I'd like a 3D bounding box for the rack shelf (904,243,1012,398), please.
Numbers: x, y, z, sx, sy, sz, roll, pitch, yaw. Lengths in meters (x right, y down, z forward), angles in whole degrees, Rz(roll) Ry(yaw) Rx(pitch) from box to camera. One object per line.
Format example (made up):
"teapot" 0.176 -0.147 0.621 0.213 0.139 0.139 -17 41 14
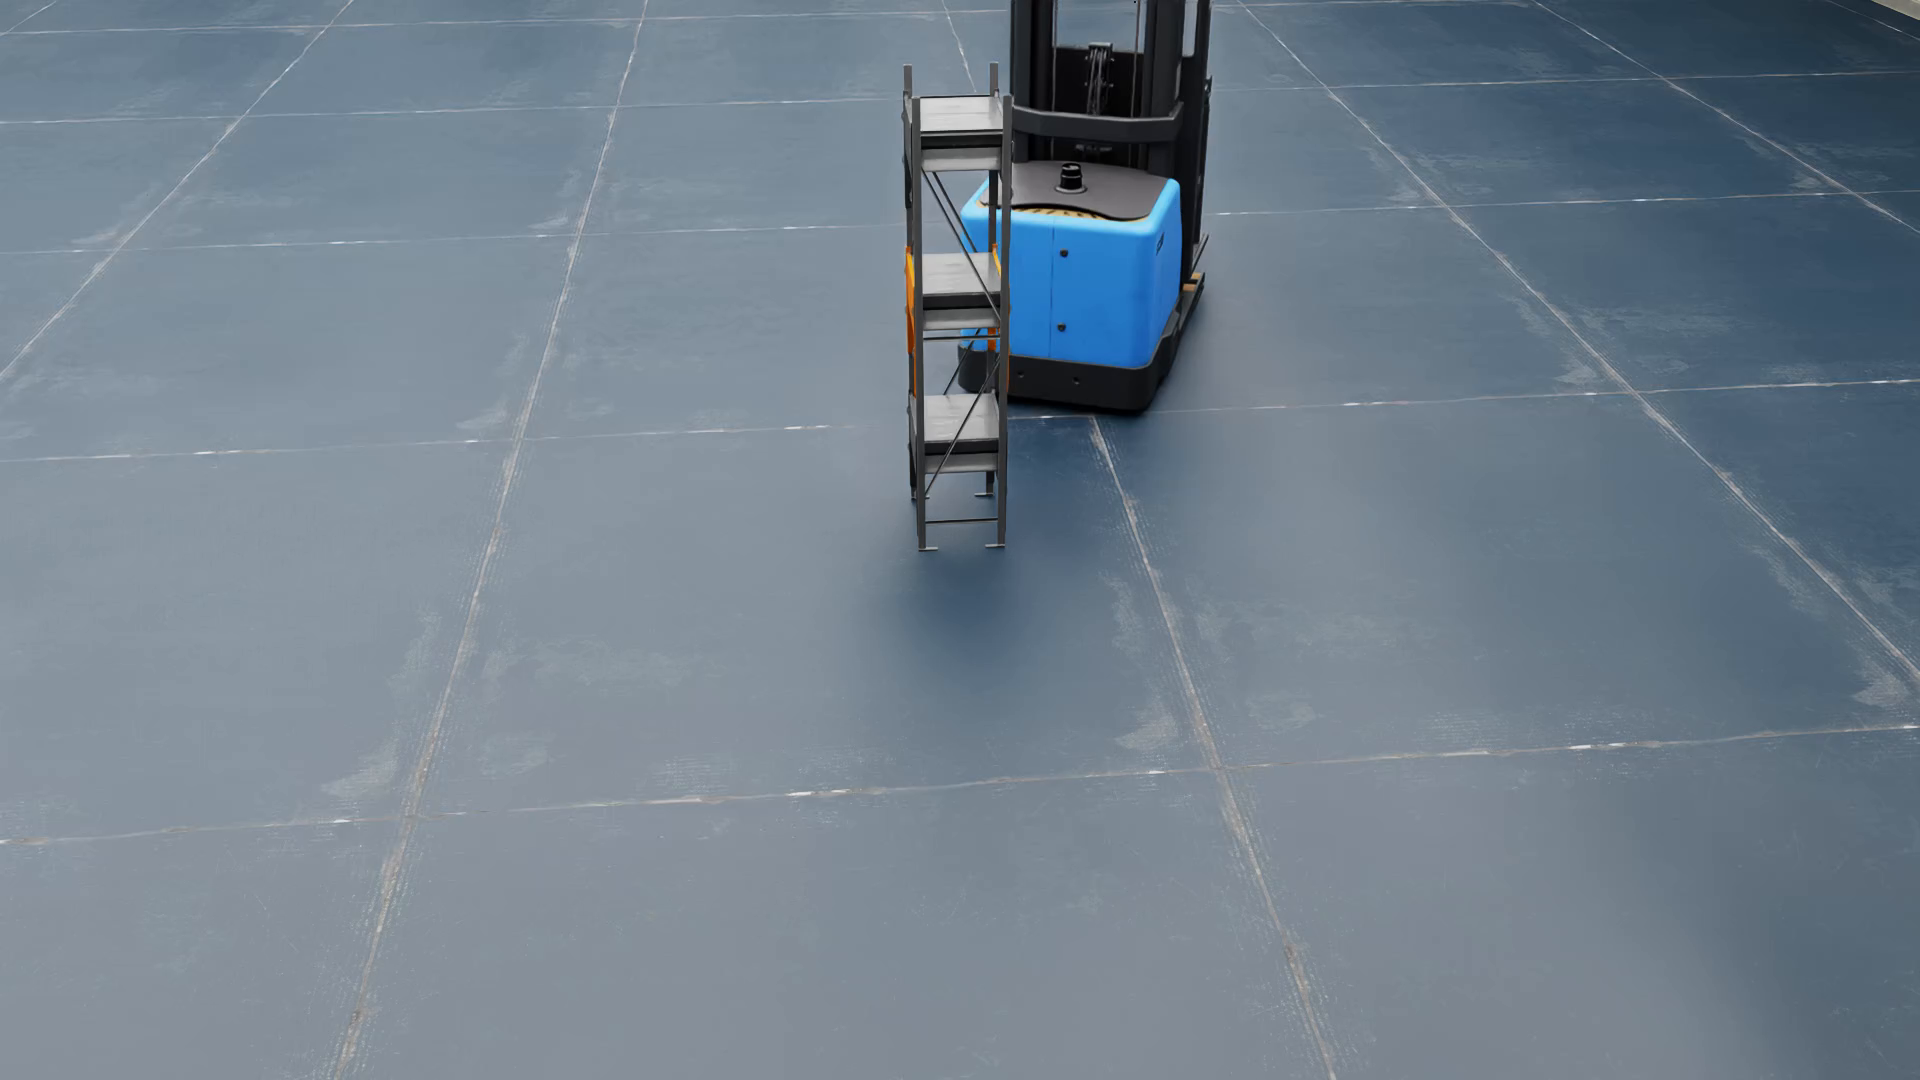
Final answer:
"rack shelf" -0.015 -0.974 7.360 0.431 0.518 0.480 -3 31 -5

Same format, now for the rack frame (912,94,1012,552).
"rack frame" 0.007 -0.861 7.144 0.400 2.100 0.015 -3 31 -5

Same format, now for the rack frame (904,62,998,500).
"rack frame" -0.038 -1.111 7.562 0.400 2.100 0.015 -3 31 -5

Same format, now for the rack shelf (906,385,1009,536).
"rack shelf" -0.015 -0.373 7.719 0.431 0.518 0.480 -3 31 -5

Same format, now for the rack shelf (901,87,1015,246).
"rack shelf" -0.015 -1.575 7.001 0.431 0.518 0.480 -3 31 -5

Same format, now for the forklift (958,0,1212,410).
"forklift" 0.880 -2.687 9.391 1.130 2.935 3.031 8 32 14

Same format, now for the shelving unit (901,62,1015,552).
"shelving unit" -0.015 -0.986 7.353 0.431 2.100 0.503 -3 31 -5
